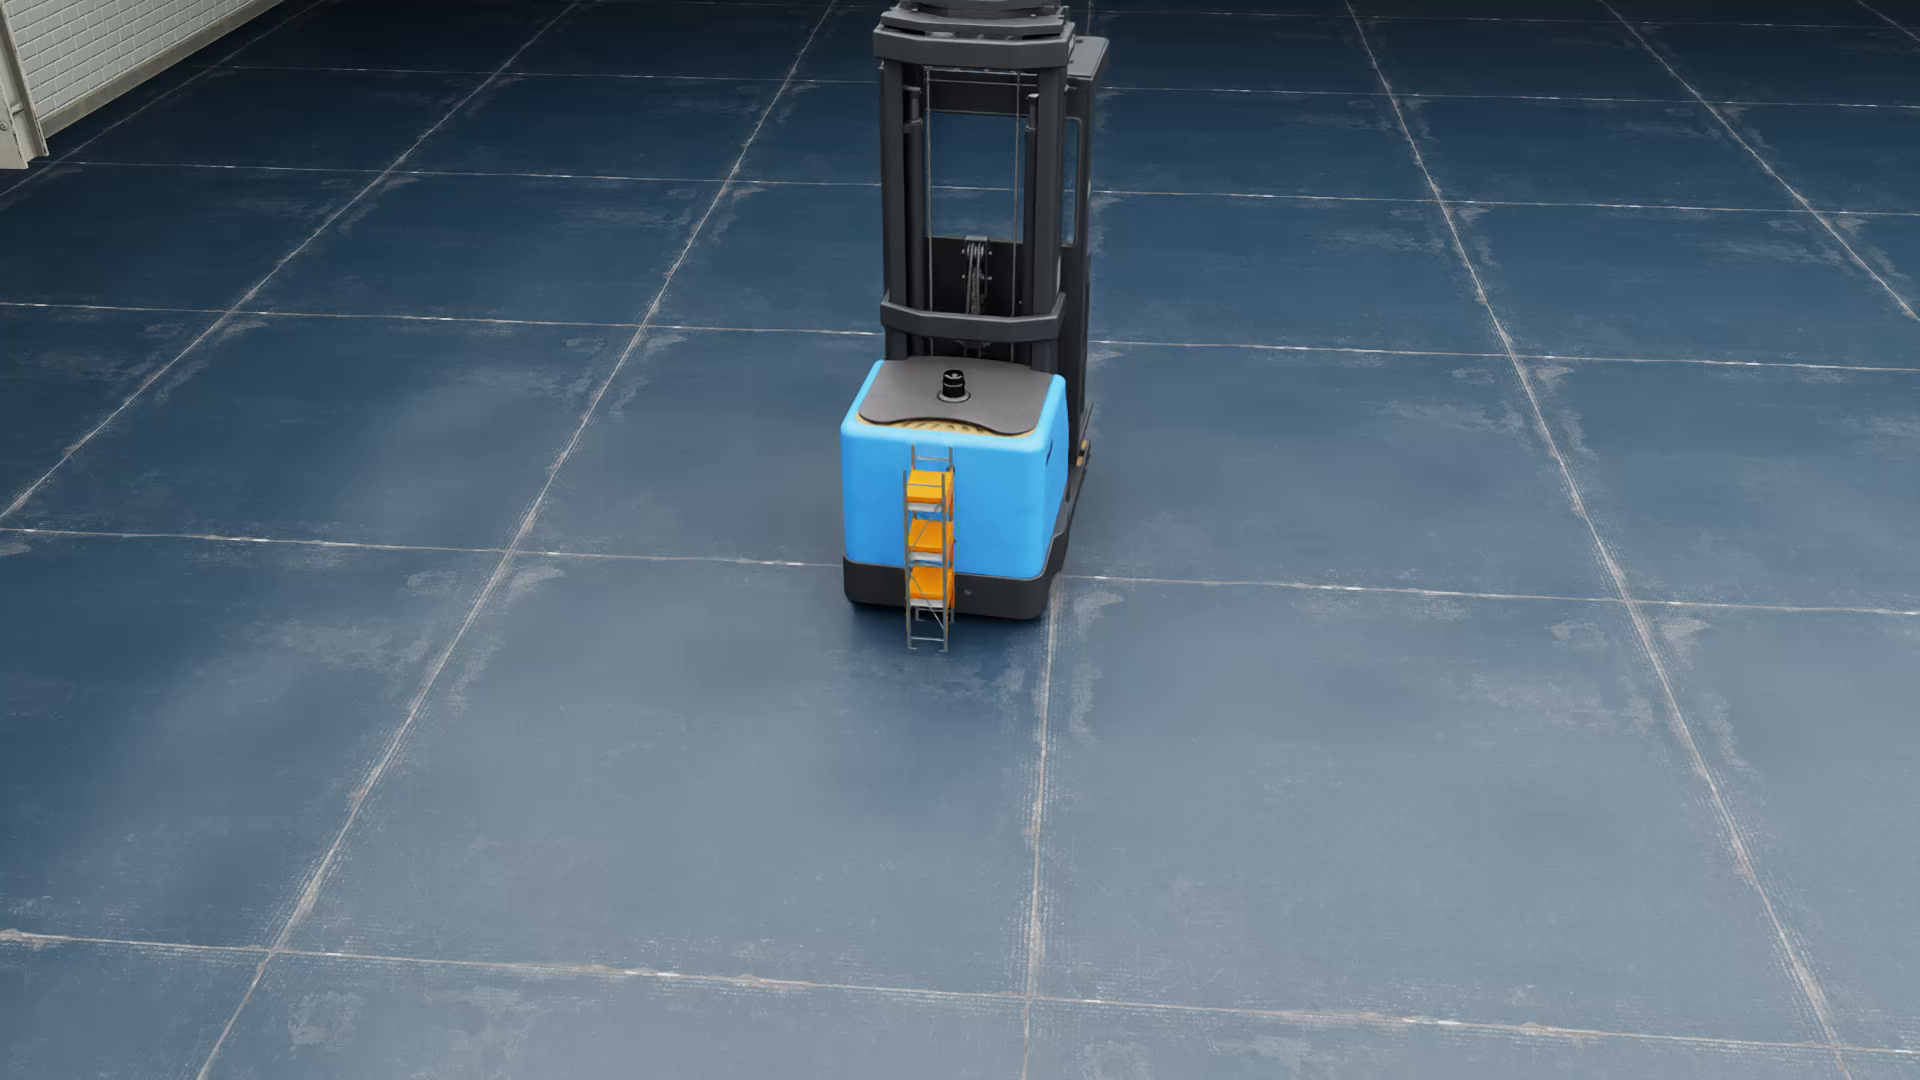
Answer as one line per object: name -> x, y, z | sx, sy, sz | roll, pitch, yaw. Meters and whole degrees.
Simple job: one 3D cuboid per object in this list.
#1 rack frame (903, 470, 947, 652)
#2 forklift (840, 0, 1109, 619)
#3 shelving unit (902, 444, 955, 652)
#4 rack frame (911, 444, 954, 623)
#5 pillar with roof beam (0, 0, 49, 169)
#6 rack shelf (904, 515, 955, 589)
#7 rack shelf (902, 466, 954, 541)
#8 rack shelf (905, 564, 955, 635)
rack frame -> -0.166, 0.119, 8.057 | 0.200, 1.050, 0.008 | 4, 34, 7
forklift -> 0.178, -1.604, 9.059 | 1.130, 2.935, 3.031 | 6, 32, 9
shelving unit -> -0.150, 0.051, 8.157 | 0.215, 1.050, 0.252 | 4, 34, 7
rack frame -> -0.133, -0.016, 8.257 | 0.200, 1.050, 0.008 | 4, 34, 7
pillar with roof beam -> -3.998, -6.991, 12.017 | 9.100, 9.000, 0.400 | 2, 32, 4
rack shelf -> -0.150, 0.060, 8.163 | 0.215, 0.259, 0.240 | 4, 34, 7
rack shelf -> -0.151, -0.175, 8.004 | 0.215, 0.259, 0.240 | 4, 34, 7
rack shelf -> -0.148, 0.291, 8.318 | 0.215, 0.259, 0.240 | 4, 34, 7
